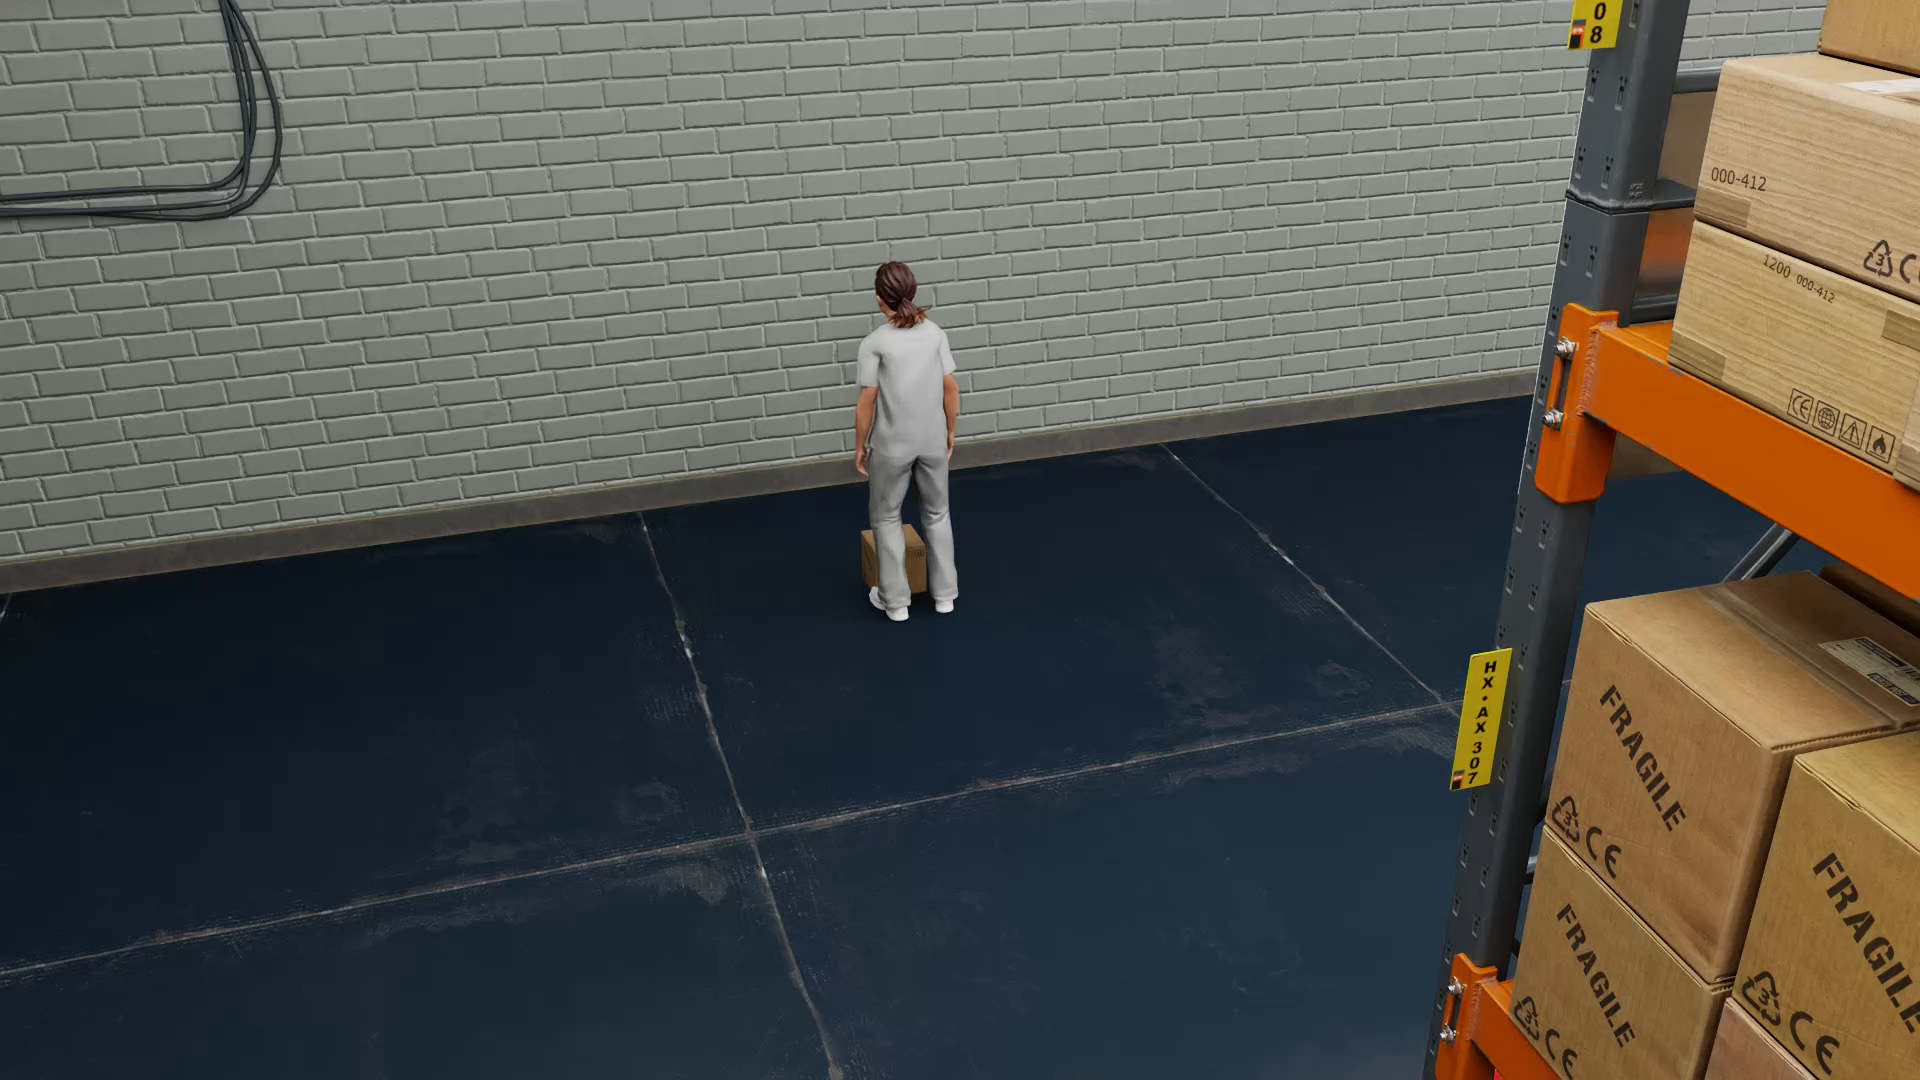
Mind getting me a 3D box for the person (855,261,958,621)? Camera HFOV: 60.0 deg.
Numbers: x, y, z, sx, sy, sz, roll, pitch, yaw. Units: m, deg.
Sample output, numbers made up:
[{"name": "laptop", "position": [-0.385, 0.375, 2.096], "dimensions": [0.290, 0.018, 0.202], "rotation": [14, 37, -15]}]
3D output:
[{"name": "person", "position": [-0.235, -0.430, 7.482], "dimensions": [0.508, 1.671, 0.363], "rotation": [-10, 28, -19]}]
